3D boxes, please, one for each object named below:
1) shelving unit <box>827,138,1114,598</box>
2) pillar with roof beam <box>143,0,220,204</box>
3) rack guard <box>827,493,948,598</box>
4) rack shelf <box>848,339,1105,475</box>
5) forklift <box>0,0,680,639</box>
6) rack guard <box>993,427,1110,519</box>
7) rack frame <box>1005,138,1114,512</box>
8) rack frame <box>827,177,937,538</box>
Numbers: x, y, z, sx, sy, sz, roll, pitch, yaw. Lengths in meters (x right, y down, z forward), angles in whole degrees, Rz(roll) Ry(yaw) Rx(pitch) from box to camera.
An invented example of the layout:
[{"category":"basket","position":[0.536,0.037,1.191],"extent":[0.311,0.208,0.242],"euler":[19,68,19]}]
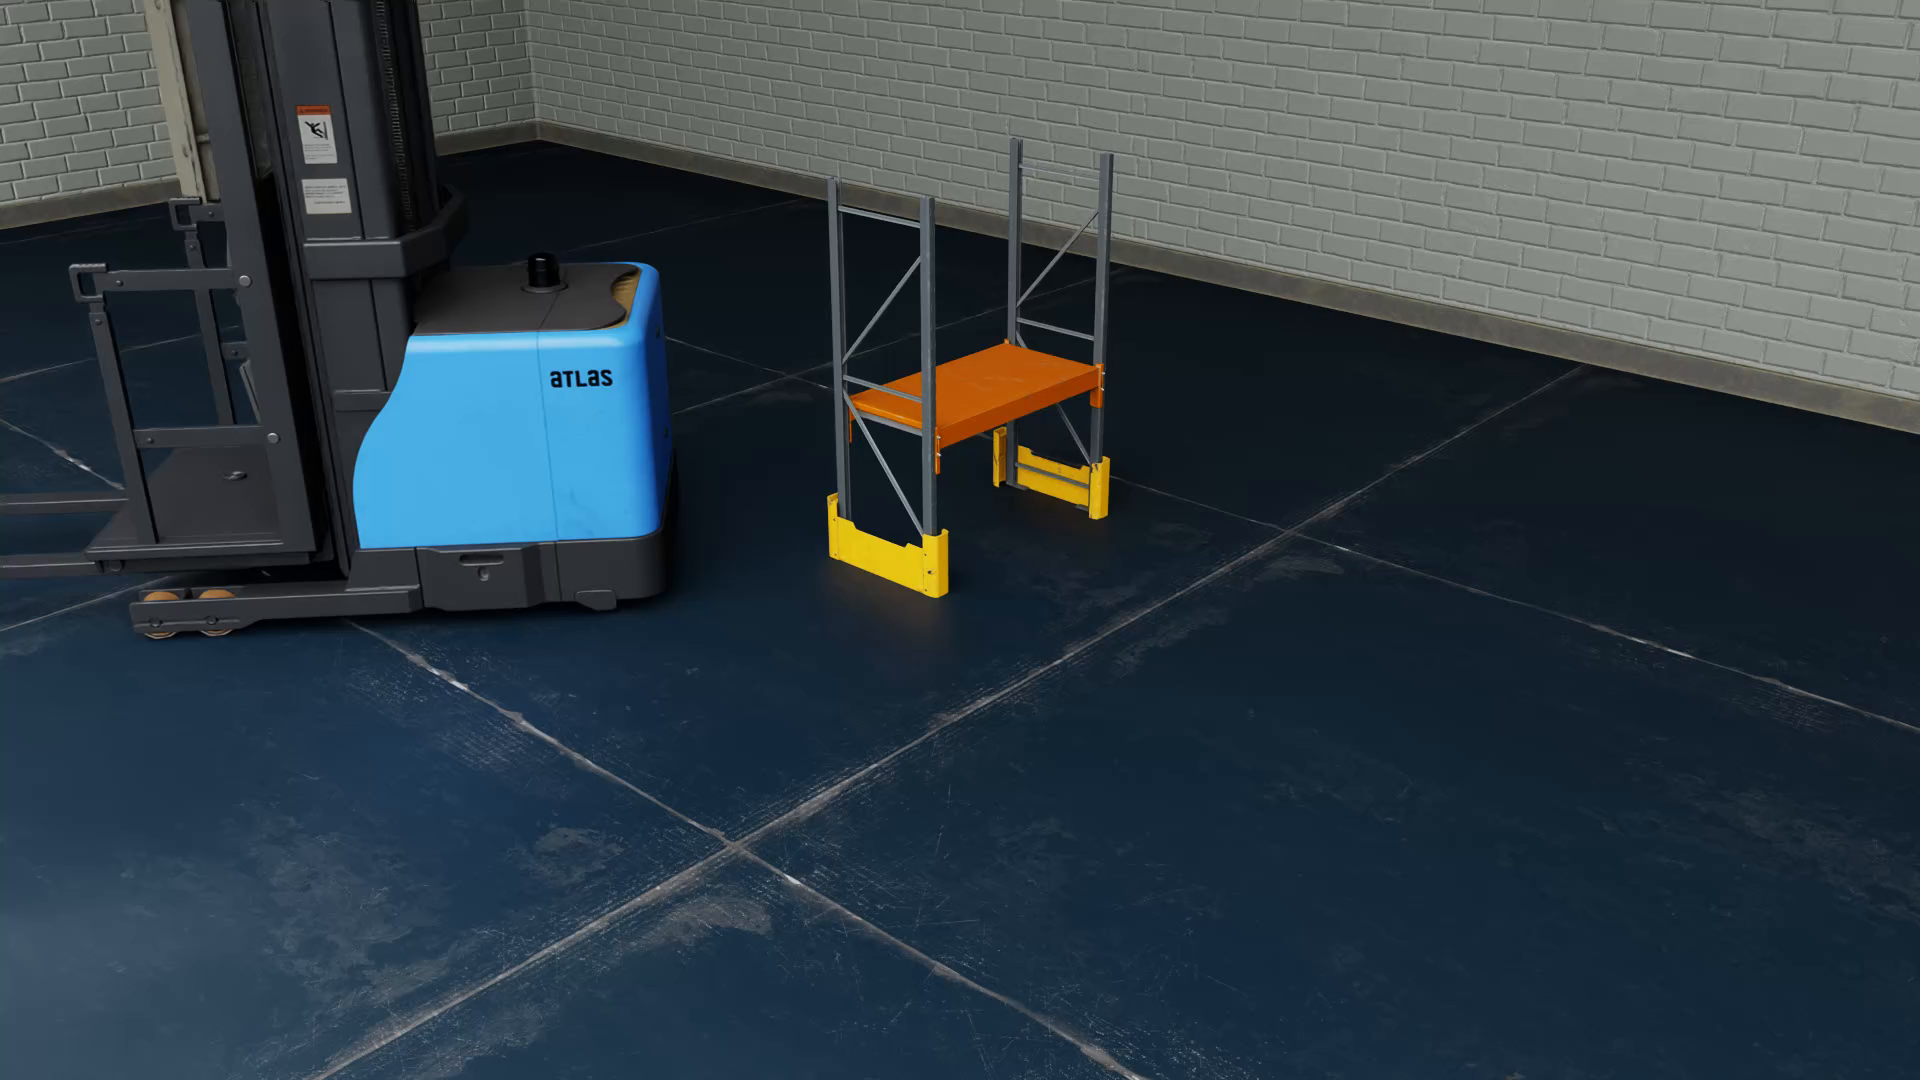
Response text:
[{"category":"shelving unit","position":[0.051,-0.708,6.495],"extent":[0.587,1.500,1.083],"euler":[20,31,38]},{"category":"pillar with roof beam","position":[-2.383,-5.508,8.037],"extent":[9.100,9.000,0.400],"euler":[20,31,38]},{"category":"rack guard","position":[-0.281,0.014,6.412],"extent":[0.587,0.250,0.087],"euler":[20,31,38]},{"category":"rack shelf","position":[0.057,-0.546,6.575],"extent":[0.538,0.185,1.000],"euler":[20,31,38]},{"category":"forklift","position":[-2.637,-1.211,5.868],"extent":[3.031,2.935,1.130],"euler":[-2,24,-5]},{"category":"rack guard","position":[0.383,-0.289,7.089],"extent":[0.587,0.250,0.087],"euler":[20,31,38]},{"category":"rack frame","position":[0.396,-0.865,6.847],"extent":[0.500,1.500,0.032],"euler":[20,31,38]},{"category":"rack frame","position":[-0.282,-0.555,6.156],"extent":[0.500,1.500,0.032],"euler":[20,31,38]}]
